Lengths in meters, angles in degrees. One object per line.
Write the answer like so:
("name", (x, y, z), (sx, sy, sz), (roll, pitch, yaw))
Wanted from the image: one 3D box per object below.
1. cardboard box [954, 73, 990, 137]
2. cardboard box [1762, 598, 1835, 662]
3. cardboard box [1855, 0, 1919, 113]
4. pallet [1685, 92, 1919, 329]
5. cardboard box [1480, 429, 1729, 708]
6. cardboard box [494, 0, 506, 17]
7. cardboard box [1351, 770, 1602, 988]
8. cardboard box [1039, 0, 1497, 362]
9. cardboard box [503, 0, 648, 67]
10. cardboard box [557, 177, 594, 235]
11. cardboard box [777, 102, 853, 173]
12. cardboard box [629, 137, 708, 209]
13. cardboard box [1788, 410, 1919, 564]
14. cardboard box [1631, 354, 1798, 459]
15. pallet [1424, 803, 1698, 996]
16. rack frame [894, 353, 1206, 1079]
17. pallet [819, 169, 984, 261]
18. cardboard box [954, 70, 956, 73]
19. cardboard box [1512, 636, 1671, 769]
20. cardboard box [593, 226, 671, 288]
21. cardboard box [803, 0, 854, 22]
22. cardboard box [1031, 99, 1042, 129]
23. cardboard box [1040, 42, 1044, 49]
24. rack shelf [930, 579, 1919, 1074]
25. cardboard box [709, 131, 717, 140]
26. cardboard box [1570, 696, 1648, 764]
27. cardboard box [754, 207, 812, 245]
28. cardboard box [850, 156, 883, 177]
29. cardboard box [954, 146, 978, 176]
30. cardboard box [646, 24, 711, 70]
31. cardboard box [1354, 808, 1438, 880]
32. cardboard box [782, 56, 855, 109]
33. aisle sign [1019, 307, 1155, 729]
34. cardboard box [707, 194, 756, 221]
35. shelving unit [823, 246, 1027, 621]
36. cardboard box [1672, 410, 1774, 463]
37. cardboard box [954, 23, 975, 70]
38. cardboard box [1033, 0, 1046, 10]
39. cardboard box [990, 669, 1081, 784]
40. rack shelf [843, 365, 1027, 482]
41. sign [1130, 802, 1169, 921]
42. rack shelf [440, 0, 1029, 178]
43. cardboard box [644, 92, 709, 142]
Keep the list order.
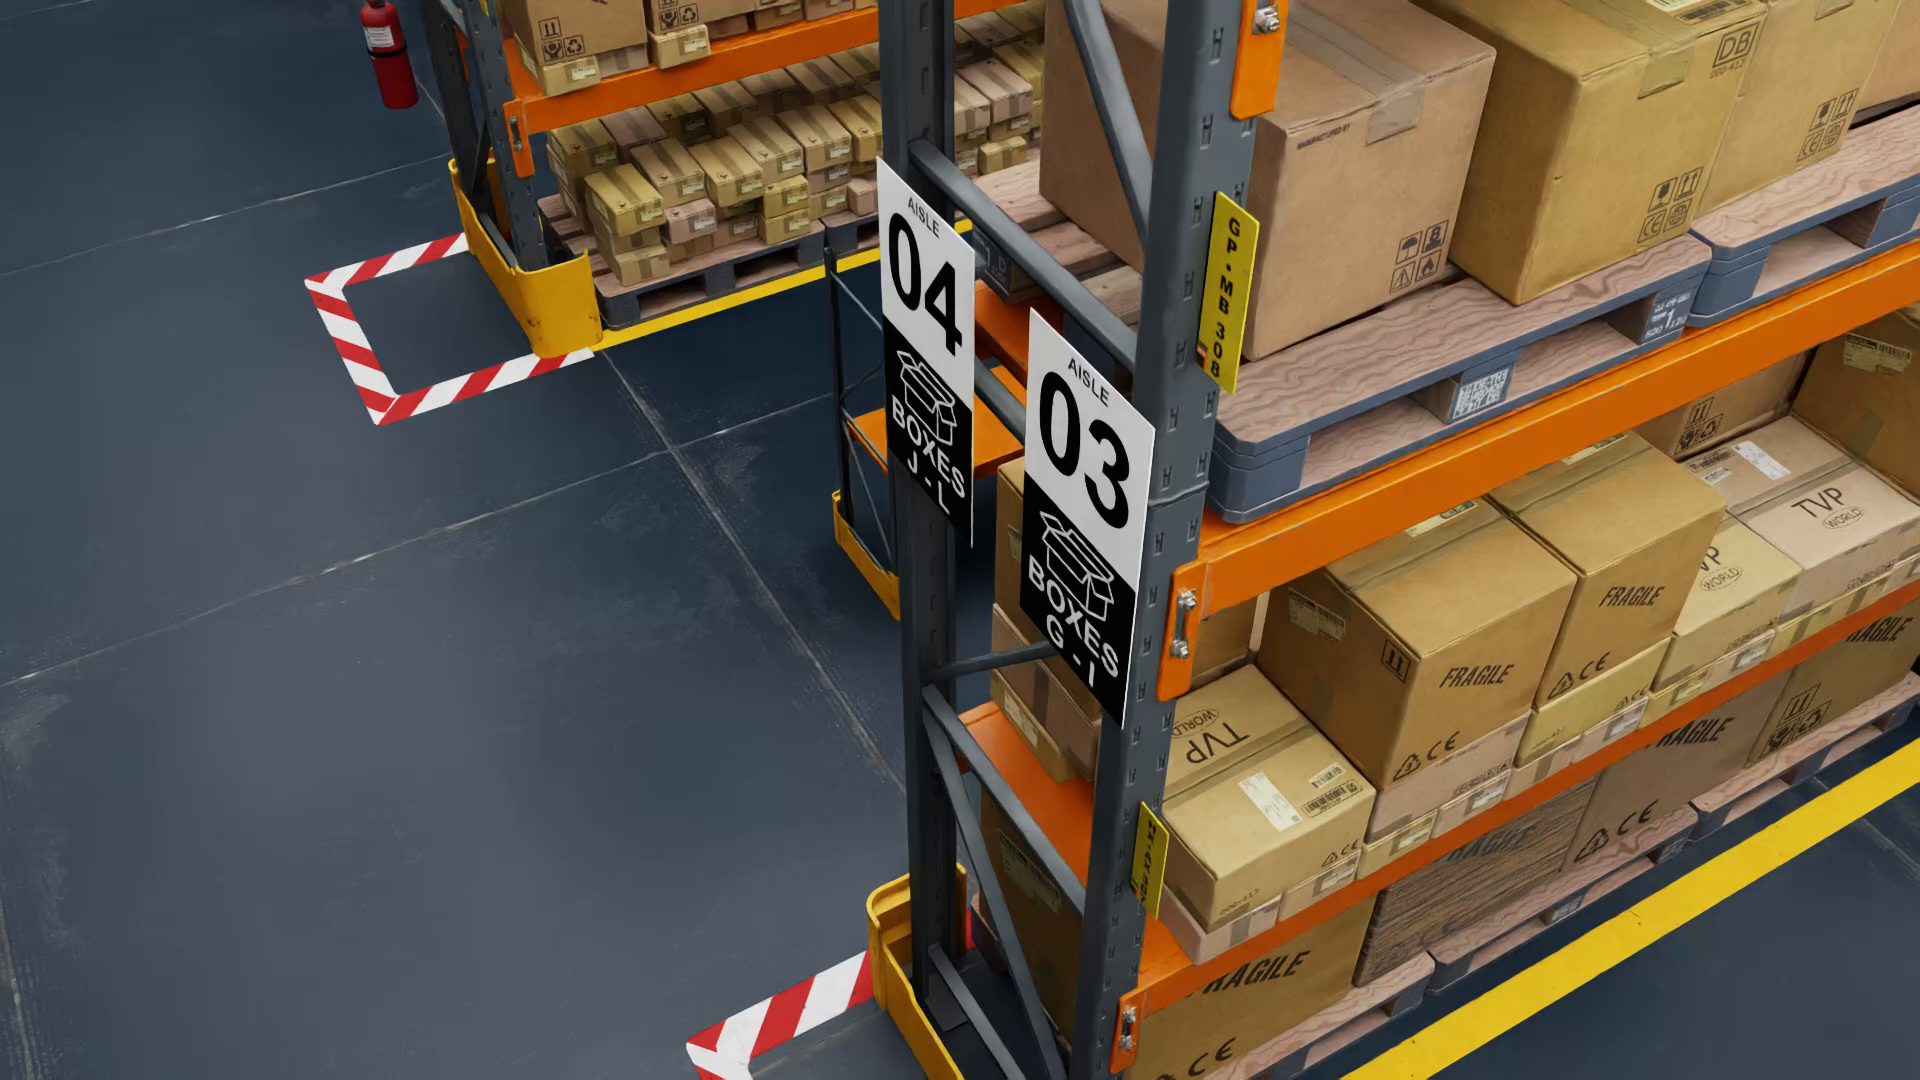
("cardboard box", (-0.048, -2.277, 8.690), (0.250, 0.149, 0.380), (-23, 49, -22))
("cardboard box", (2.393, 0.157, 5.045), (0.250, 0.149, 0.380), (-23, 48, -22))
("cardboard box", (1.968, -1.395, 3.864), (0.500, 0.500, 0.700), (-20, 48, -19))
("pallet", (1.838, -1.030, 3.997), (1.213, 0.211, 1.003), (-22, 48, -21))
("cardboard box", (1.571, 0.022, 4.358), (0.500, 0.500, 0.500), (-23, 49, -22))
("cardboard box", (-1.981, -2.780, 7.604), (0.500, 0.500, 0.500), (-21, 48, -20))
("cardboard box", (1.445, 0.730, 5.497), (0.875, 0.875, 0.875), (-22, 48, -21))
("cardboard box", (0.565, -0.807, 3.258), (0.500, 0.500, 0.700), (-25, 49, -23))
("cardboard box", (-1.716, -2.457, 7.272), (0.500, 0.500, 0.500), (-20, 47, -19))
("cardboard box", (-1.890, -1.762, 8.586), (0.250, 0.149, 0.380), (-21, 48, -20))
("cardboard box", (-0.739, -2.048, 8.454), (0.250, 0.149, 0.380), (-20, 48, -19))
("cardboard box", (-1.440, -1.812, 8.211), (0.250, 0.149, 0.380), (-21, 48, -20))
("cardboard box", (2.909, -0.243, 5.171), (0.500, 0.250, 0.500), (-20, 48, -20))
("cardboard box", (2.186, -0.644, 5.045), (0.500, 0.500, 0.500), (-23, 49, -22))
("pallet", (1.851, 0.960, 6.038), (1.213, 0.211, 1.003), (-22, 48, -21))
("rack frame", (0.140, 0.705, 4.300), (0.127, 3.000, 1.000), (-22, 48, -21))
("pallet", (-0.398, -2.032, 9.122), (1.213, 0.211, 1.003), (-22, 48, -21))
("cardboard box", (-0.102, -2.594, 9.230), (0.250, 0.149, 0.380), (-20, 47, -19))
("cardboard box", (1.576, 0.292, 4.619), (0.500, 0.250, 0.500), (-23, 49, -22))
("cardboard box", (-1.629, -1.442, 8.257), (0.250, 0.149, 0.380), (-21, 48, -20))
("cardboard box", (-0.707, -2.645, 7.931), (0.250, 0.149, 0.380), (-23, 49, -22))
("cardboard box", (0.392, -2.414, 9.045), (0.250, 0.149, 0.380), (-21, 48, -21))
("cardboard box", (0.633, -2.571, 8.993), (0.250, 0.149, 0.380), (-22, 48, -21))
("rack shelf", (1.875, 0.269, 5.265), (4.000, 0.370, 1.077), (-22, 48, -21))
("cardboard box", (-1.193, -2.128, 8.750), (0.250, 0.149, 0.380), (-22, 48, -21))
("cardboard box", (1.726, 0.423, 4.770), (0.250, 0.149, 0.380), (-22, 48, -21))
("cardboard box", (-0.955, -1.695, 8.517), (0.250, 0.149, 0.380), (-21, 48, -20))
("cardboard box", (-0.553, -2.078, 8.699), (0.250, 0.149, 0.380), (-19, 47, -19))
("cardboard box", (-0.102, -2.090, 8.925), (0.250, 0.149, 0.380), (-21, 48, -20))
("cardboard box", (-1.339, -2.324, 7.601), (0.250, 0.149, 0.380), (-23, 49, -22))
("cardboard box", (1.056, 0.692, 4.493), (0.250, 0.149, 0.380), (-23, 49, -22))
("cardboard box", (-0.757, -2.425, 8.843), (0.250, 0.149, 0.380), (-23, 49, -22))
("aisle sign", (0.228, -0.022, 3.182), (0.004, 0.787, 0.394), (-22, 48, -21))
("cardboard box", (-1.227, -1.786, 8.398), (0.250, 0.149, 0.380), (-21, 48, -20))
("shelving unit", (0.066, -0.565, 6.684), (1.083, 1.500, 0.587), (-22, 48, -21))
("cardboard box", (2.191, -0.379, 5.310), (0.500, 0.250, 0.500), (-21, 48, -20))
("cardboard box", (-0.116, -2.740, 9.167), (0.250, 0.149, 0.380), (-21, 48, -20))
("cardboard box", (0.555, -3.000, 9.435), (0.250, 0.149, 0.380), (-20, 47, -19))
("cardboard box", (0.285, 0.472, 4.719), (0.250, 0.149, 0.380), (-21, 48, -20))
("rack shelf", (0.074, -0.439, 6.813), (1.000, 0.185, 0.538), (-22, 48, -21))
("sign", (0.412, 0.703, 3.623), (0.005, 0.325, 0.100), (-22, 48, -21))
("rack shelf", (-0.509, -2.761, 8.387), (4.000, 0.370, 1.077), (-22, 48, -21))
("cardboard box", (-1.502, -2.222, 8.634), (0.250, 0.149, 0.380), (-23, 49, -22))
